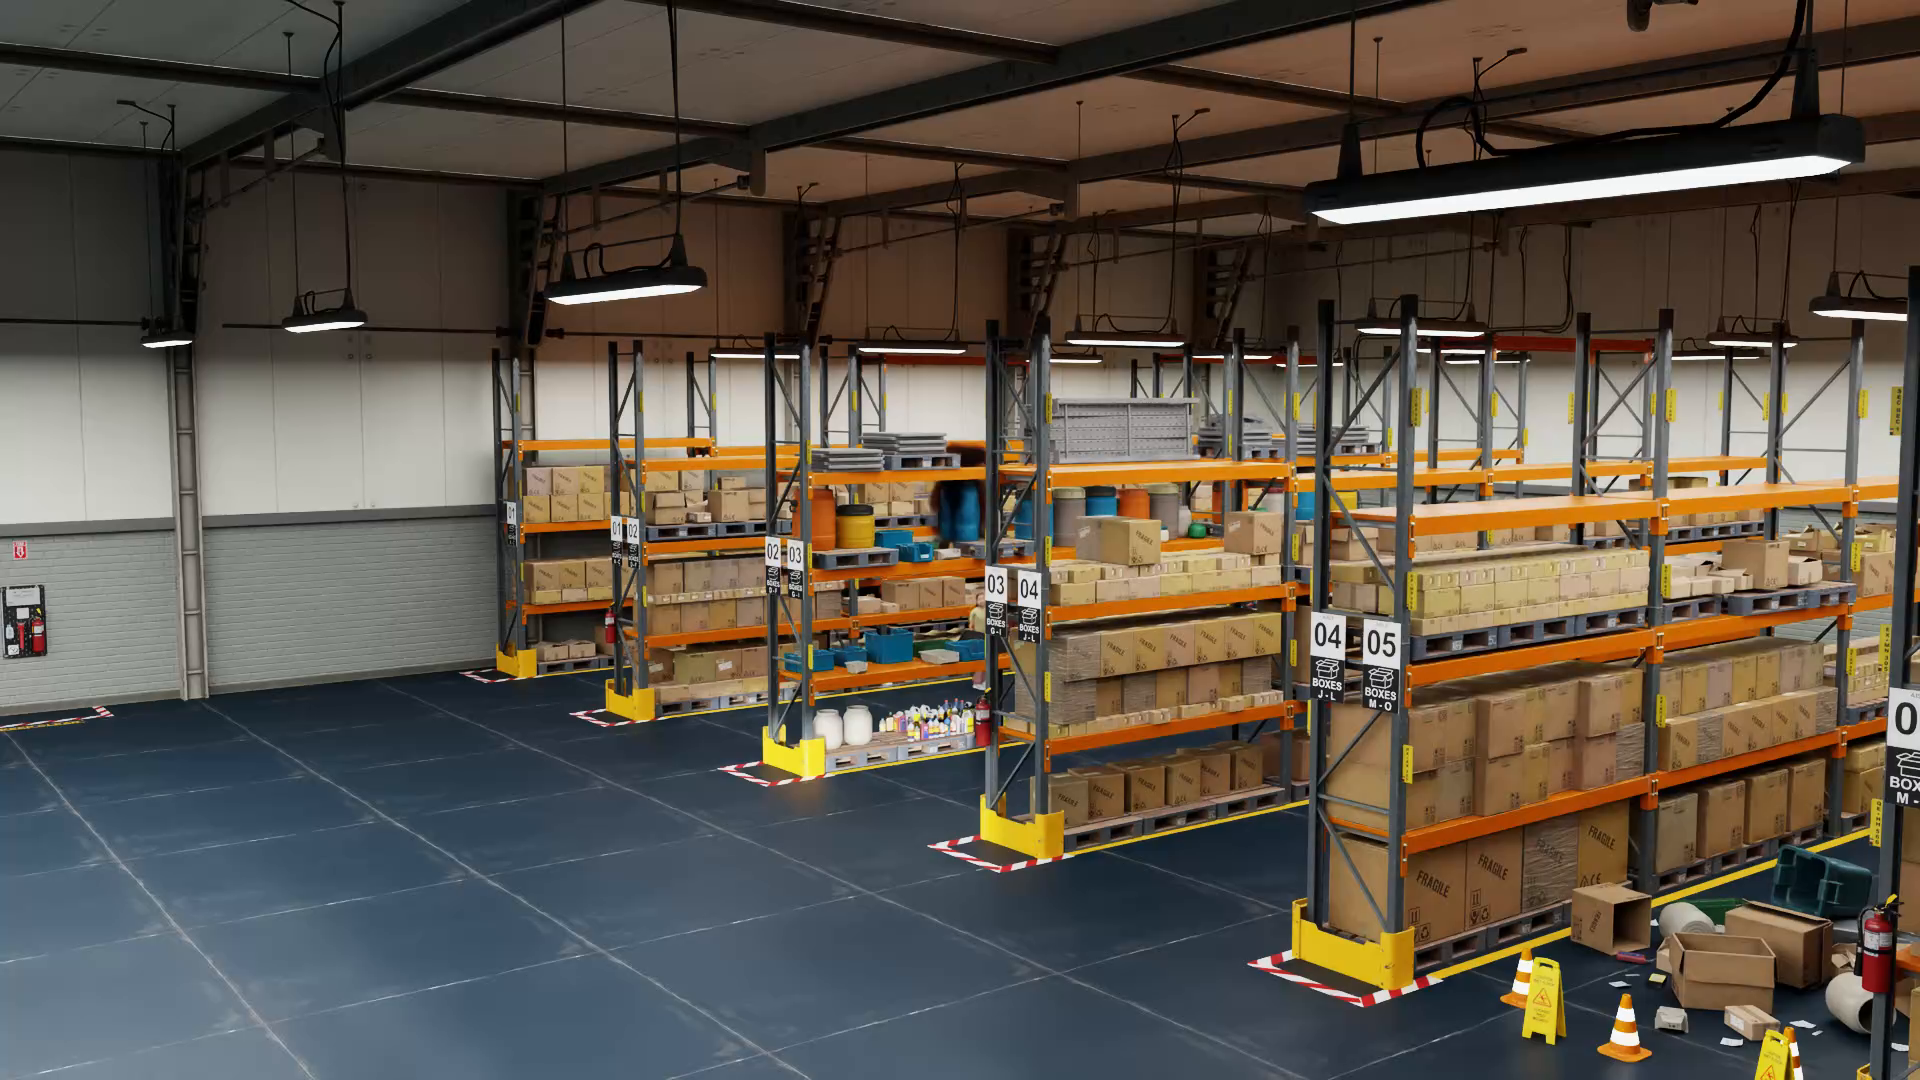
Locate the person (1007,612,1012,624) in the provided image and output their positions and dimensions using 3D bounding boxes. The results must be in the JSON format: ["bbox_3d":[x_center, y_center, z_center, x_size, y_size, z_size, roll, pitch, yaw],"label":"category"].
[{"bbox_3d":[0.821,1.298,34.095,1.049,1.738,0.709,-4,7,-40],"label":"person"}]

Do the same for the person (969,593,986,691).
[{"bbox_3d":[0.427,1.772,29.140,0.485,1.682,0.519,-3,6,-34],"label":"person"}]
